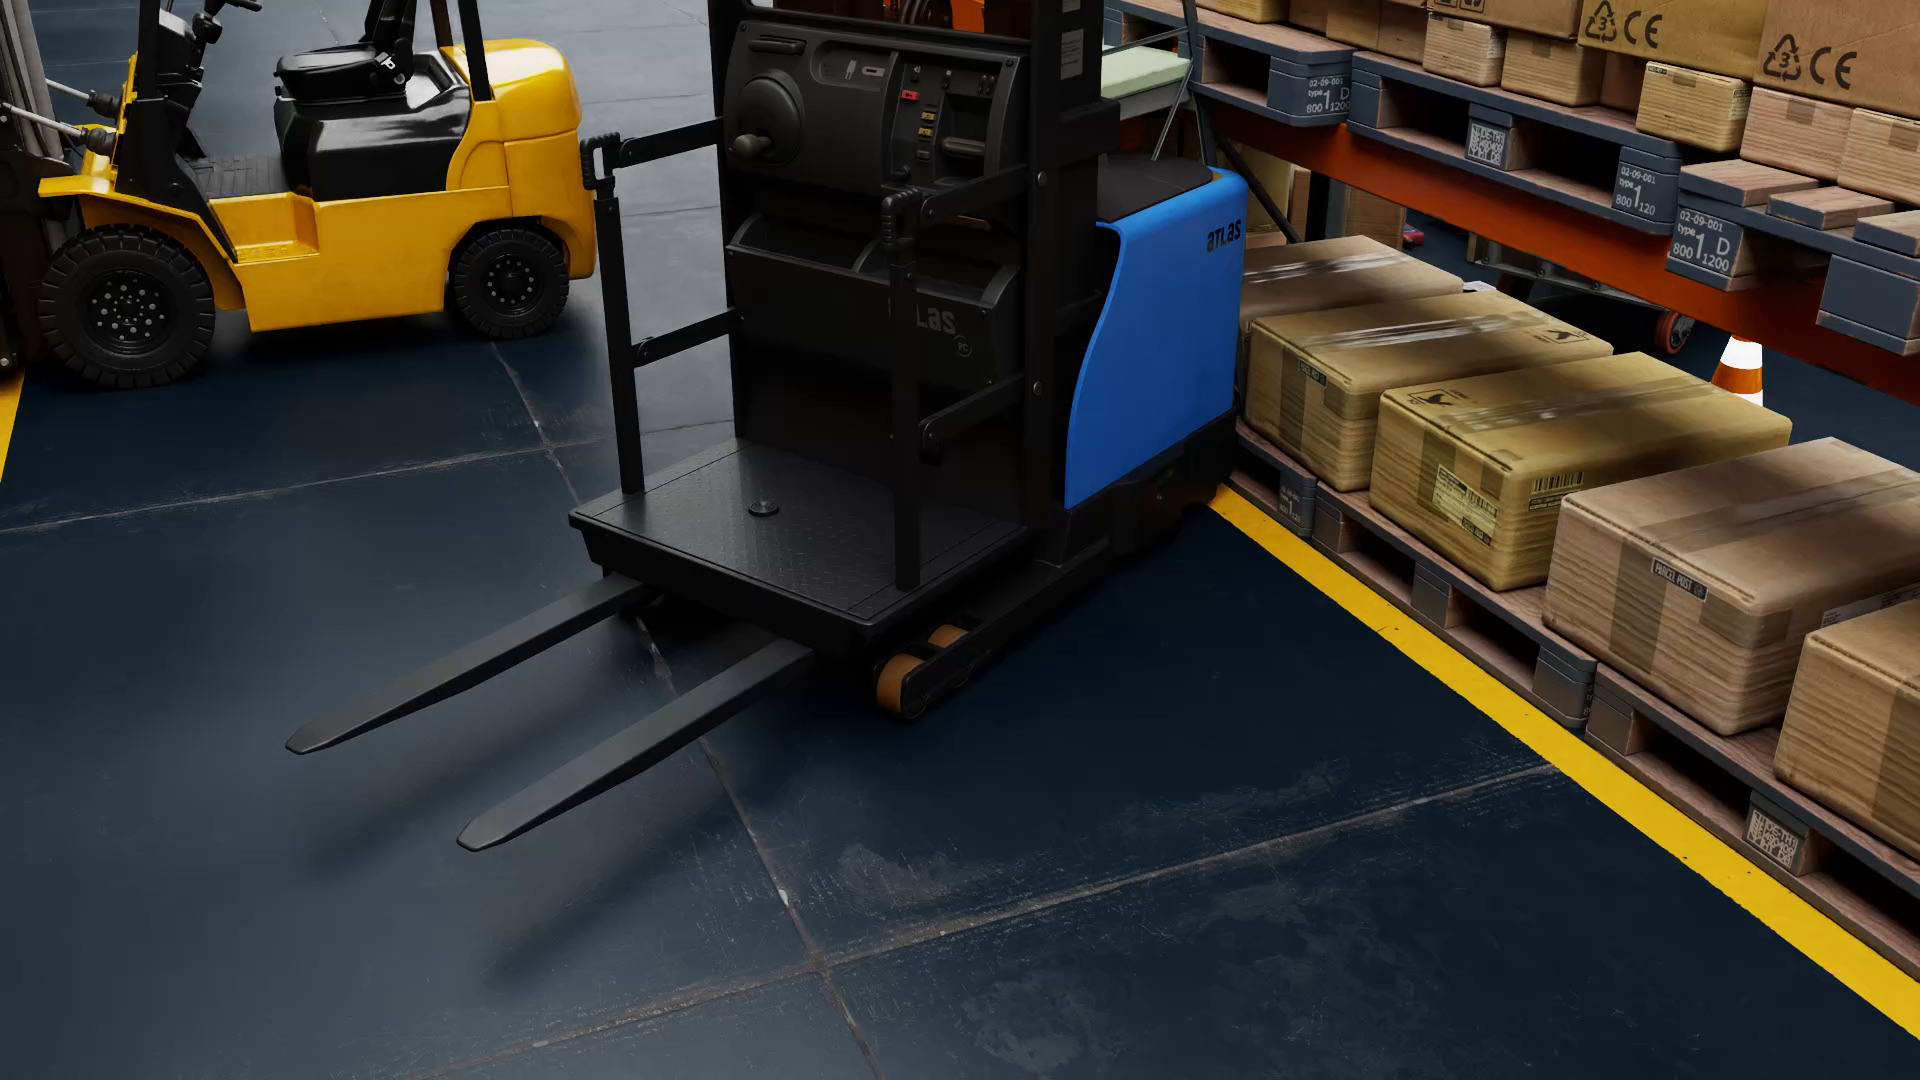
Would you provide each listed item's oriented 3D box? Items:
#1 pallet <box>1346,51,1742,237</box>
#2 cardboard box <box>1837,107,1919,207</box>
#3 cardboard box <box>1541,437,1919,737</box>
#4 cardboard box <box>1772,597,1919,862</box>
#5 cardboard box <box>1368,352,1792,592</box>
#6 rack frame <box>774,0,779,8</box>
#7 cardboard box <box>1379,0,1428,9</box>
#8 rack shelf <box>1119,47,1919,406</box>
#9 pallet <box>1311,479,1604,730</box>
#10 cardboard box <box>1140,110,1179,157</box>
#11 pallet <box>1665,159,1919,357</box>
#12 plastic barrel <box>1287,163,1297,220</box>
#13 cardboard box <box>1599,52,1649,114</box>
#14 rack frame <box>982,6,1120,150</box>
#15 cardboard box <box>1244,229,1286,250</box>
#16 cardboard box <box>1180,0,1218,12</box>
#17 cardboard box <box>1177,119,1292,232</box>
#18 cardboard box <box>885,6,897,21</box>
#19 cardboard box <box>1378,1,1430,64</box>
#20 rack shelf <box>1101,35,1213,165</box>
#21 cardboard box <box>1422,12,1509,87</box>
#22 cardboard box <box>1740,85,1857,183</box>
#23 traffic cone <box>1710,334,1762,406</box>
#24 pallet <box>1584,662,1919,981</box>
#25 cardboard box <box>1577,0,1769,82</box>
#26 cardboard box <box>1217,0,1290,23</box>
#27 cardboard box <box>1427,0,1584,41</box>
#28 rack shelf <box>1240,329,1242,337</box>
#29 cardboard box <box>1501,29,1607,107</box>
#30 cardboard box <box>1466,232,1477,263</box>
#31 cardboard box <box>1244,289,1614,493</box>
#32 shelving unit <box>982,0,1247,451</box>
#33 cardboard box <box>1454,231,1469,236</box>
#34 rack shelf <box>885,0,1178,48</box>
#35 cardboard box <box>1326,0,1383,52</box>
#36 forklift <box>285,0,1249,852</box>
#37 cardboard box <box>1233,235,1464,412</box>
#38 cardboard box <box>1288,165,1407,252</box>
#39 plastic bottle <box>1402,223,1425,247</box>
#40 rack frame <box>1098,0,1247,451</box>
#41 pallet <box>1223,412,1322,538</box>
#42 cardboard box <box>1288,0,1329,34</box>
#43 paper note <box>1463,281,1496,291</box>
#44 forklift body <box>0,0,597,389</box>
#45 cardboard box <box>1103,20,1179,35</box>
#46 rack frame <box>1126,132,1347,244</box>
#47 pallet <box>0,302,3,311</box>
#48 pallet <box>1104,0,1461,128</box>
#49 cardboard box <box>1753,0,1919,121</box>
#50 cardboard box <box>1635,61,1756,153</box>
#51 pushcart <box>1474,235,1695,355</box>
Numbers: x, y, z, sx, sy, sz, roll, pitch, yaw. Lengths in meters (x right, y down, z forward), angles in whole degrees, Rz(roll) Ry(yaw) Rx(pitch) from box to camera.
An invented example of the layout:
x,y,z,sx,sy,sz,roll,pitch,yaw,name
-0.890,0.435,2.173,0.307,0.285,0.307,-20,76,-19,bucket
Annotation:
x,y,z,sx,sy,sz,roll,pitch,yaw,name
1.755,-1.084,4.270,1.003,0.211,1.213,-11,28,-21,pallet
1.912,-0.736,3.145,0.380,0.149,0.250,-11,28,-21,cardboard box
2.059,0.088,4.168,0.950,0.372,0.625,-11,28,-22,cardboard box
2.356,0.384,3.561,0.950,0.372,0.625,-13,29,-24,cardboard box
1.768,-0.219,4.797,0.950,0.372,0.625,-10,28,-19,cardboard box
-0.565,-3.608,9.220,1.000,3.000,0.127,-11,28,-21,rack frame
1.299,-1.718,4.417,0.500,0.500,0.500,-11,28,-21,cardboard box
1.785,-0.862,4.417,1.077,0.370,4.000,-11,28,-21,rack shelf
1.789,0.068,4.871,1.003,0.211,1.213,-11,28,-21,pallet
0.523,-1.476,6.654,0.500,0.500,0.500,-11,28,-21,cardboard box
2.191,-0.561,3.199,1.213,0.211,1.003,-11,28,-21,pallet
1.637,-1.876,8.610,0.512,0.421,0.421,8,27,15,plastic barrel
1.717,-1.070,3.831,0.380,0.149,0.250,-10,28,-20,cardboard box
0.410,-1.182,5.917,0.400,1.500,0.023,-20,27,-14,rack frame
1.019,-1.231,7.007,0.500,0.250,0.500,-12,28,-23,cardboard box
0.927,-1.791,5.308,0.380,0.149,0.250,-10,28,-20,cardboard box
1.019,-1.568,6.842,0.500,0.500,0.500,-9,27,-18,cardboard box
-0.494,-2.515,8.783,0.500,0.500,0.500,-12,28,-22,cardboard box
1.356,-1.376,4.458,0.380,0.149,0.250,-10,28,-20,cardboard box
0.460,-1.397,5.430,0.431,0.370,0.720,-20,27,-14,rack shelf
1.412,-1.260,4.220,0.380,0.149,0.250,-9,28,-19,cardboard box
1.820,-0.839,3.356,0.380,0.149,0.250,-12,28,-23,cardboard box
2.775,-0.593,5.937,0.336,0.463,0.334,-11,28,-21,traffic cone
2.263,0.559,3.864,1.003,0.211,1.213,-11,28,-21,pallet
1.723,-1.291,3.545,0.500,0.500,0.500,-13,29,-24,cardboard box
1.017,-1.689,5.098,0.380,0.149,0.250,-10,28,-20,cardboard box
1.510,-1.512,3.996,0.500,0.500,0.500,-12,28,-23,cardboard box
0.604,-0.768,5.740,0.431,0.370,0.720,-20,27,-14,rack shelf
1.543,-1.158,4.010,0.380,0.149,0.250,-12,28,-22,cardboard box
2.657,-1.462,7.942,0.396,0.266,0.258,13,29,24,cardboard box
1.494,-0.500,5.371,0.950,0.372,0.625,-9,27,-17,cardboard box
0.539,-1.055,5.599,0.431,1.500,0.755,-20,27,-14,shelving unit
2.826,-1.897,8.406,0.797,0.637,0.503,-11,28,-21,cardboard box
0.218,-2.477,7.724,1.077,0.370,4.000,-11,28,-21,rack shelf
1.260,-1.477,4.663,0.380,0.149,0.250,-10,28,-20,cardboard box
-0.372,-1.097,4.156,1.130,2.935,3.031,18,31,32,forklift
1.209,-0.789,5.964,0.950,0.372,0.625,-10,28,-20,cardboard box
1.834,-1.537,7.825,0.500,0.500,0.500,8,27,15,cardboard box
2.222,-1.516,8.284,0.133,0.061,0.283,-6,27,-12,plastic bottle
0.667,-0.927,5.281,0.400,1.500,0.023,-20,27,-14,rack frame
1.308,-0.426,5.881,1.003,0.211,1.213,-11,28,-21,pallet
1.198,-1.588,4.891,0.380,0.149,0.250,-9,27,-17,cardboard box
2.364,-1.166,7.603,0.148,0.019,0.142,-11,28,-21,paper note
-2.710,-1.920,6.731,2.313,2.155,1.214,-11,28,-21,forklift body
0.595,-1.957,6.126,0.380,0.149,0.250,-11,28,-21,cardboard box
1.001,-1.993,5.913,1.000,3.000,0.127,-11,28,-21,rack frame
-4.319,-0.707,6.457,1.003,0.211,1.213,-11,28,-21,pallet
1.167,-1.573,5.272,1.003,0.211,1.213,-11,28,-21,pallet
1.922,-1.088,3.128,0.500,0.500,0.500,-11,28,-21,cardboard box
1.700,-0.947,3.579,0.380,0.149,0.250,-10,28,-20,cardboard box
3.080,-1.226,7.332,1.648,0.377,0.936,-22,34,-38,pushcart
